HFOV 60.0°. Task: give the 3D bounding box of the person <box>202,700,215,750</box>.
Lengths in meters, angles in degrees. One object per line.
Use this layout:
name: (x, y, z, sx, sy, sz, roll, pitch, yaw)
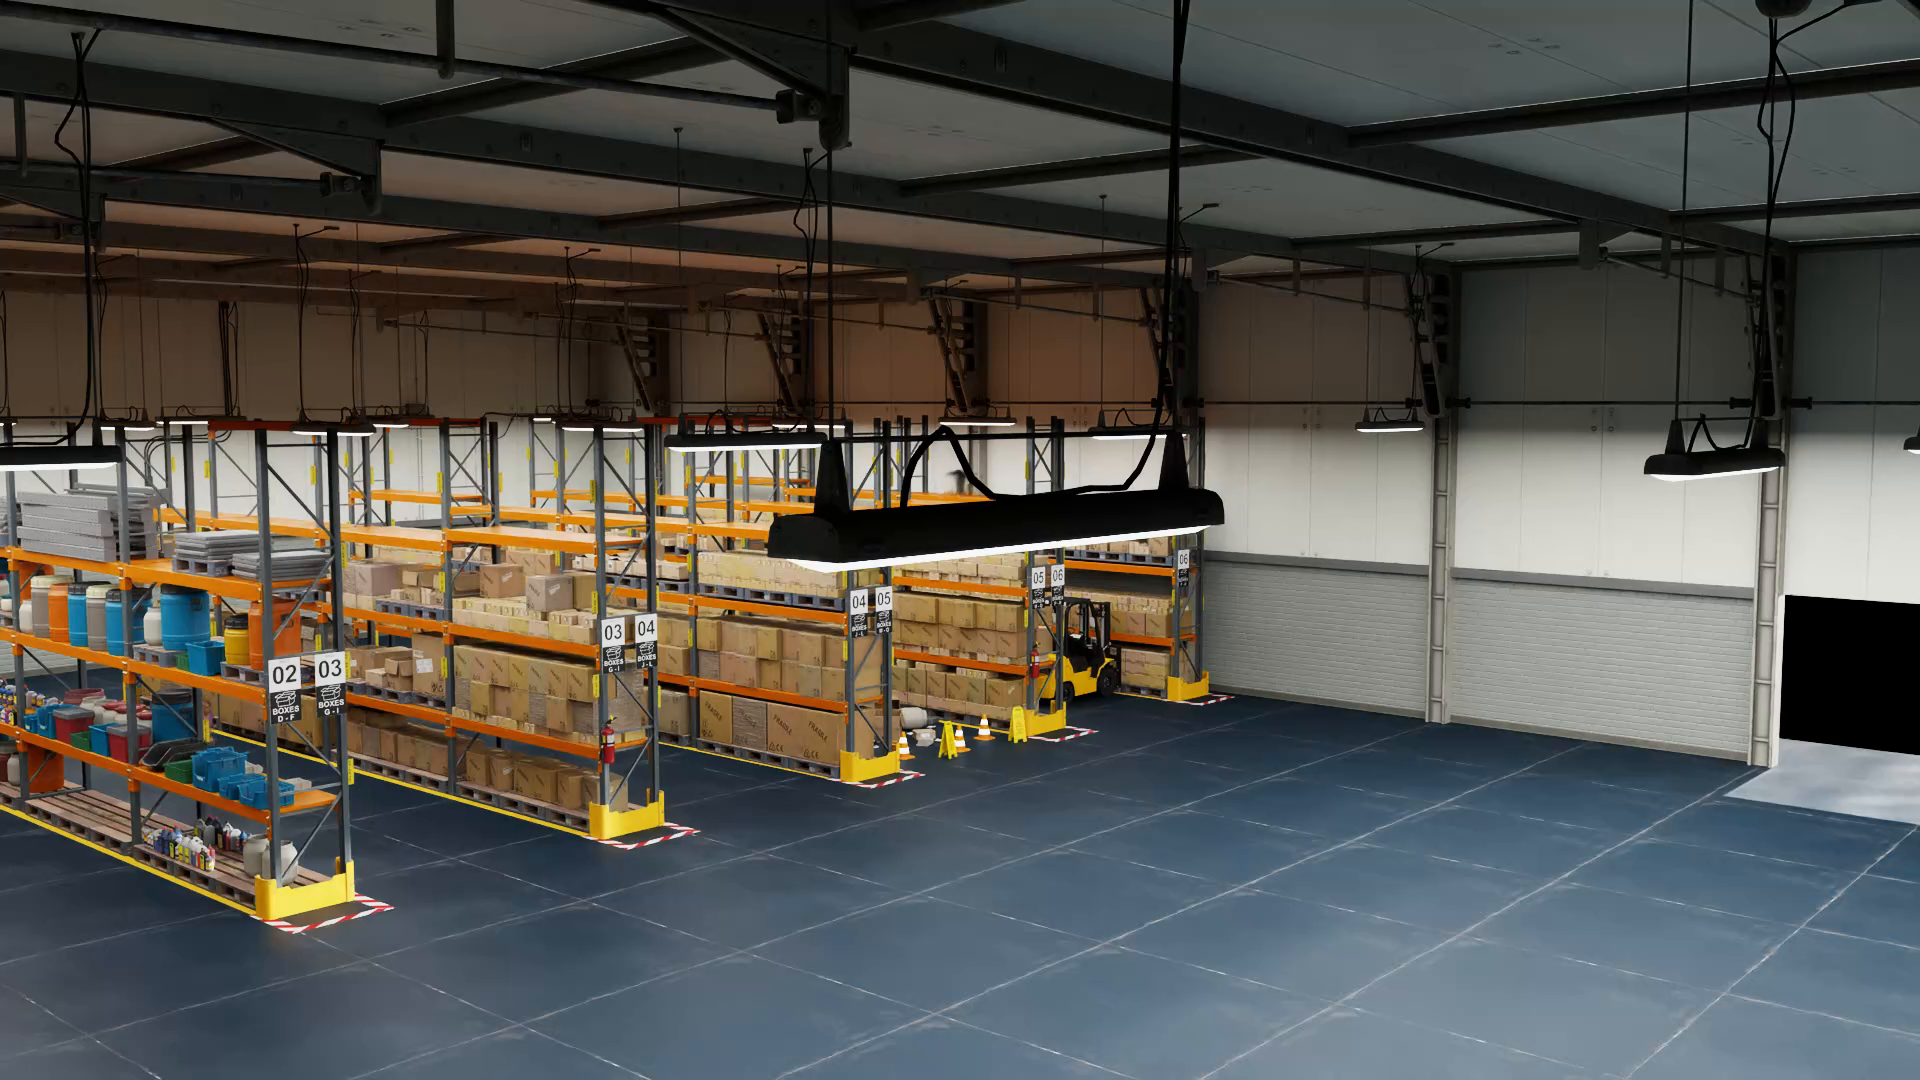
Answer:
person: (-12.431, 3.333, 27.193, 0.708, 1.491, 0.524, 2, 5, 20)
